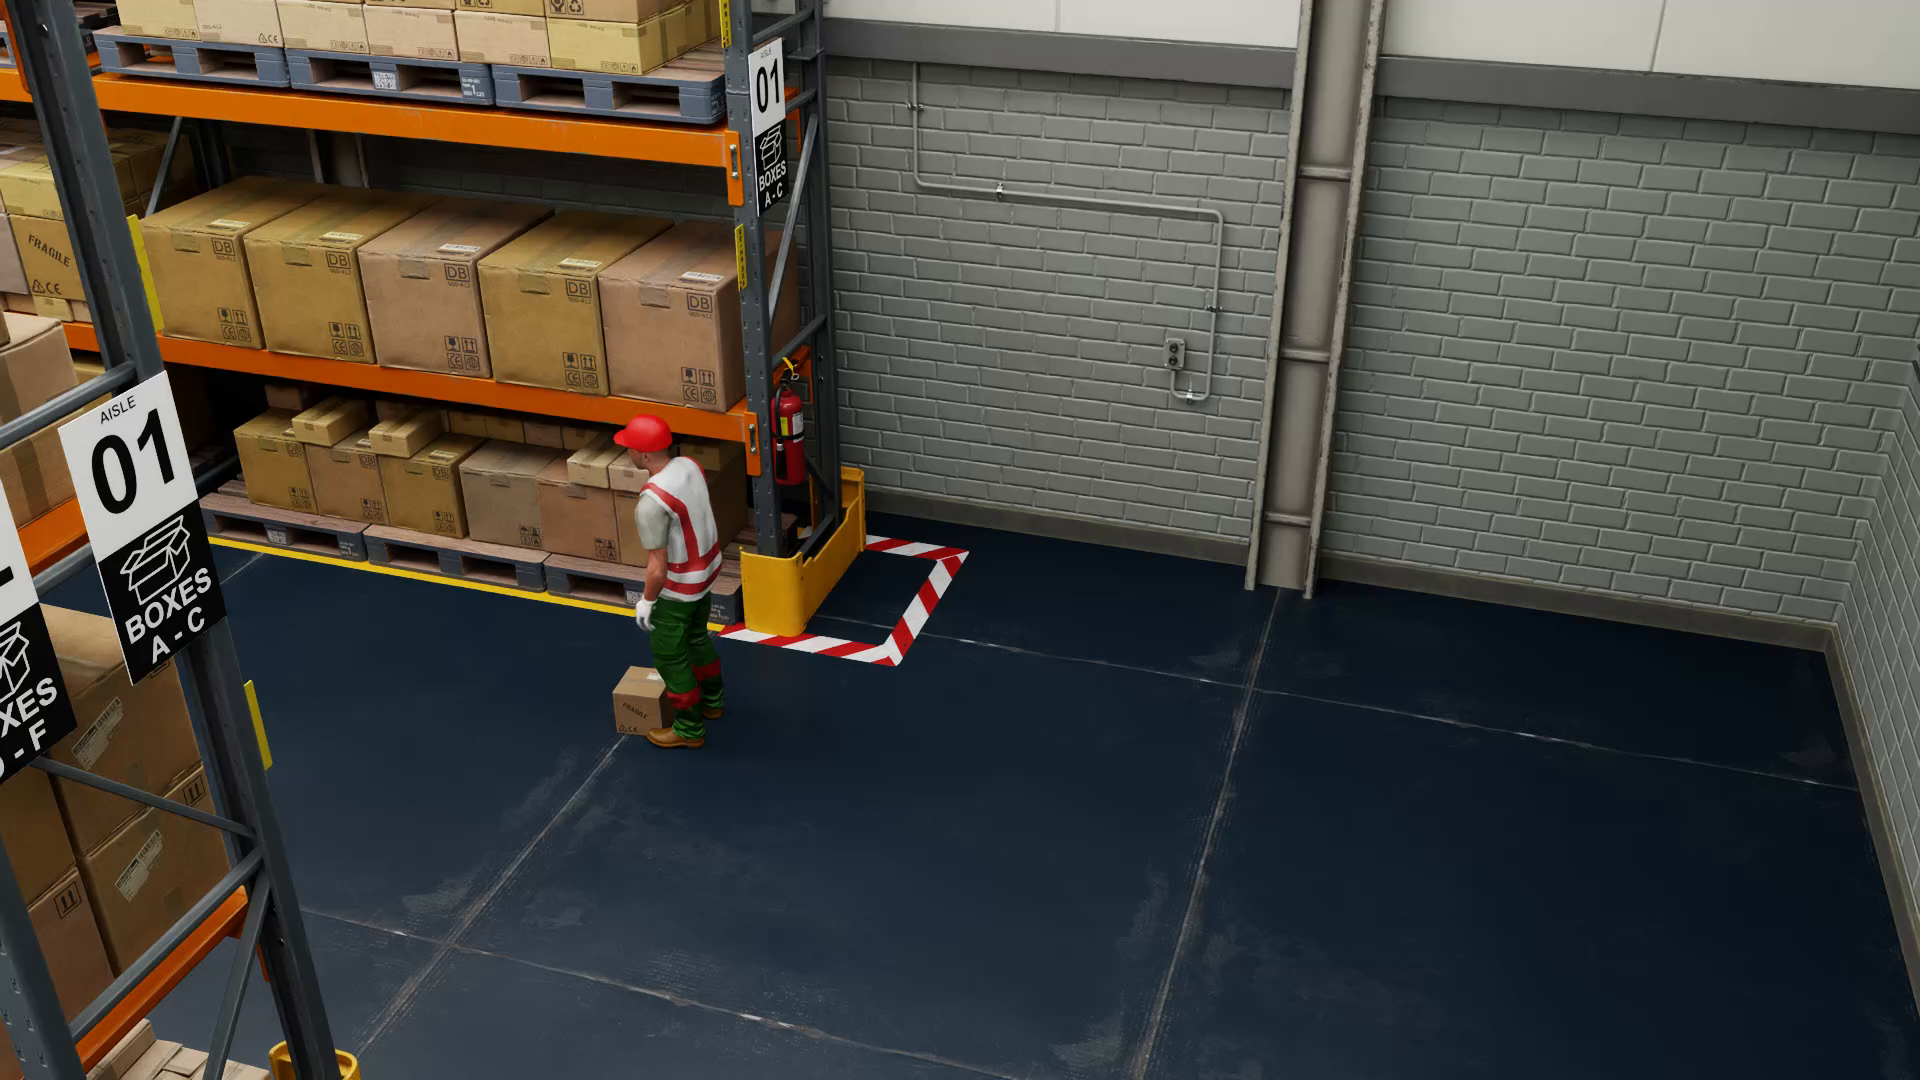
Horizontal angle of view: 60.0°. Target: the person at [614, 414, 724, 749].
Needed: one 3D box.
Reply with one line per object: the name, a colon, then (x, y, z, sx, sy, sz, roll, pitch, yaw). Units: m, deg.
person: (-1.396, 0.200, 8.134, 0.448, 1.780, 0.609, 9, 30, 15)
